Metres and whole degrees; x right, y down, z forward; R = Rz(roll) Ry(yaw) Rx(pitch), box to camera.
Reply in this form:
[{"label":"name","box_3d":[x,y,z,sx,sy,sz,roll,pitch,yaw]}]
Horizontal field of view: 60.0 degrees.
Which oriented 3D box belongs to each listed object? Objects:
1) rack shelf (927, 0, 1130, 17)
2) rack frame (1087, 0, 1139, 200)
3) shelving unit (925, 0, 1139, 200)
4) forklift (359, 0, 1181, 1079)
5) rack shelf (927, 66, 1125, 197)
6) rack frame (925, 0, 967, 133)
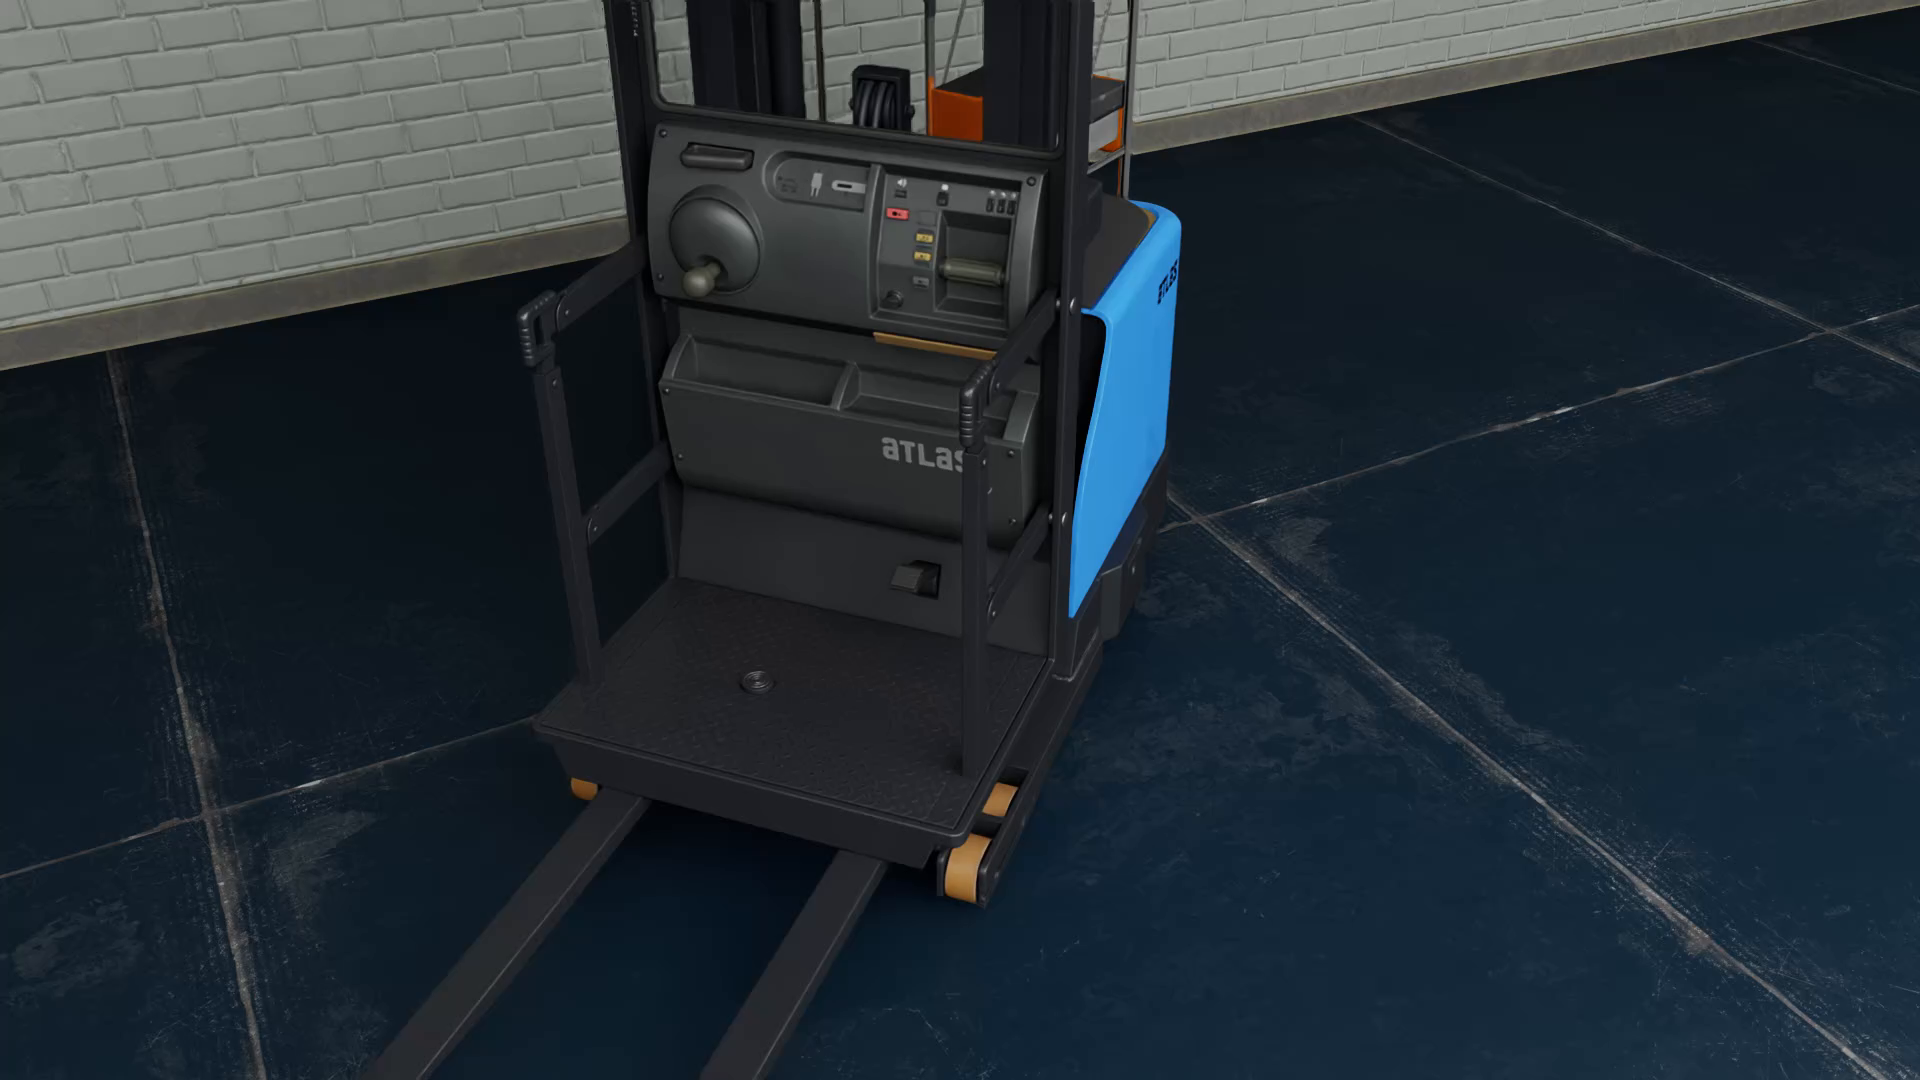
[{"label":"rack shelf","box_3d":[0.217,-1.792,4.828,0.480,0.518,0.431,20,38,28]},{"label":"rack frame","box_3d":[0.419,-1.141,5.084,0.015,2.100,0.400,20,38,28]},{"label":"shelving unit","box_3d":[0.216,-1.214,5.198,0.503,2.100,0.431,20,38,28]},{"label":"forklift","box_3d":[-0.342,-0.633,3.521,1.130,2.935,3.031,11,34,17]},{"label":"rack shelf","box_3d":[0.216,-1.202,5.206,0.480,0.518,0.431,20,38,28]},{"label":"rack frame","box_3d":[0.014,-1.287,5.312,0.015,2.100,0.400,20,38,28]}]
